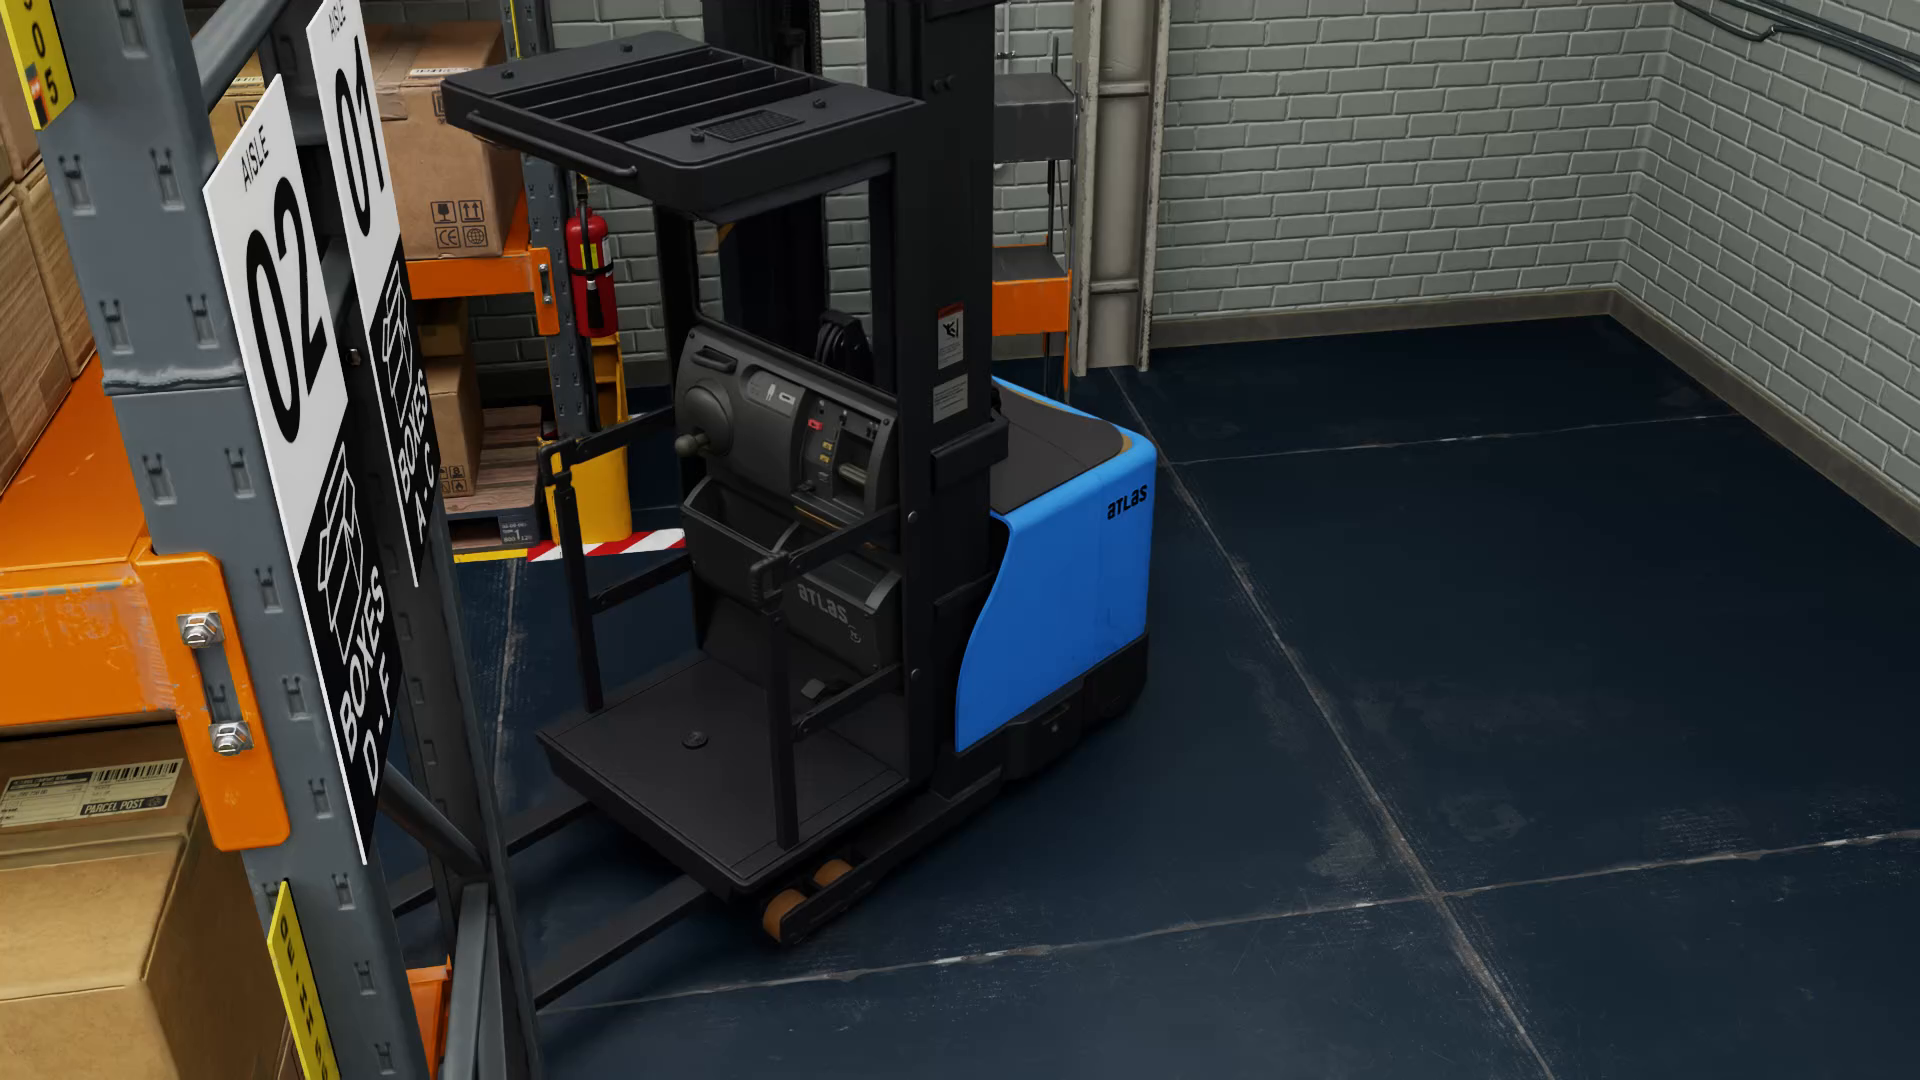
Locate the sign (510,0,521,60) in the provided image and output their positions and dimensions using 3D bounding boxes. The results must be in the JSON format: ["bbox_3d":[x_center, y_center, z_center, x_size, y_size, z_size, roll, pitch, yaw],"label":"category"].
[{"bbox_3d":[-1.642,-1.896,6.139,0.005,0.325,0.100,-5,31,-9],"label":"sign"}]

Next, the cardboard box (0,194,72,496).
[{"bbox_3d":[-1.288,-0.147,1.729,0.500,0.250,0.500,-5,31,-9],"label":"cardboard box"}]

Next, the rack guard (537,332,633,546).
[{"bbox_3d":[-1.702,-0.491,7.592,0.348,0.500,1.175,-5,31,-9],"label":"rack guard"}]

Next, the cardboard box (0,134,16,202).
[{"bbox_3d":[-1.289,-0.367,1.610,0.500,0.250,0.500,-5,31,-9],"label":"cardboard box"}]

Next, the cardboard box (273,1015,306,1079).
[{"bbox_3d":[-1.221,1.037,2.429,0.500,0.500,0.500,-4,31,-7],"label":"cardboard box"}]

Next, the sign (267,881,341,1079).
[{"bbox_3d":[-0.750,0.546,1.907,0.005,0.325,0.100,-5,31,-9],"label":"sign"}]

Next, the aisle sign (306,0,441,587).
[{"bbox_3d":[-0.816,-0.370,2.355,0.004,0.787,0.394,-5,31,-9],"label":"aisle sign"}]

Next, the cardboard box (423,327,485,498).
[{"bbox_3d":[-2.396,-0.556,7.288,0.500,0.500,0.700,-5,31,-9],"label":"cardboard box"}]

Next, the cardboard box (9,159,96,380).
[{"bbox_3d":[-1.381,-0.405,2.168,0.500,0.250,0.500,-5,31,-9],"label":"cardboard box"}]

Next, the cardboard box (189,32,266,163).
[{"bbox_3d":[-2.939,-1.572,6.668,0.700,0.700,0.980,-6,31,-9],"label":"cardboard box"}]

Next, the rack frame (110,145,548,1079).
[{"bbox_3d":[-0.830,0.903,2.755,0.127,3.000,1.000,-5,31,-9],"label":"rack frame"}]

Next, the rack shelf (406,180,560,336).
[{"bbox_3d":[-3.693,-1.074,6.826,4.000,0.370,1.077,-5,31,-9],"label":"rack shelf"}]

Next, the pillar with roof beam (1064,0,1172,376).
[{"bbox_3d":[1.550,-2.684,2.936,0.400,9.000,9.100,-5,31,-9],"label":"pillar with roof beam"}]

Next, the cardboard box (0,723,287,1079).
[{"bbox_3d":[-1.218,0.607,2.173,0.500,0.500,0.500,-6,31,-9],"label":"cardboard box"}]

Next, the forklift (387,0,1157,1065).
[{"bbox_3d":[-0.688,-0.311,4.887,1.130,2.935,3.031,26,39,37],"label":"forklift"}]

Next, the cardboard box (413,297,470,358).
[{"bbox_3d":[-2.309,-0.947,7.313,0.250,0.149,0.380,-5,31,-9],"label":"cardboard box"}]

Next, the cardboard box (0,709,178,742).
[{"bbox_3d":[-1.314,0.338,2.630,0.500,0.500,0.500,-4,31,-7],"label":"cardboard box"}]

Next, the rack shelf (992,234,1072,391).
[{"bbox_3d":[0.163,-0.908,6.750,0.480,0.518,0.431,-5,31,-9],"label":"rack shelf"}]

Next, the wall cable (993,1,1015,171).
[{"bbox_3d":[-0.637,-2.593,7.698,1.851,1.984,0.084,-5,31,-9],"label":"wall cable"}]

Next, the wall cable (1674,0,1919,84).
[{"bbox_3d":[3.902,-3.152,6.796,0.112,2.526,3.097,-5,31,-9],"label":"wall cable"}]

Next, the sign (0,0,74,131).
[{"bbox_3d":[-0.750,-0.493,1.296,0.005,0.325,0.100,-5,31,-9],"label":"sign"}]

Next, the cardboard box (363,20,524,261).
[{"bbox_3d":[-2.226,-1.644,6.791,0.700,0.700,0.980,-4,31,-7],"label":"cardboard box"}]

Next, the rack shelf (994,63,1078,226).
[{"bbox_3d":[0.163,-1.512,6.396,0.480,0.518,0.431,-5,31,-9],"label":"rack shelf"}]

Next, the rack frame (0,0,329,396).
[{"bbox_3d":[-0.830,-1.683,1.234,0.127,3.000,1.000,-5,31,-9],"label":"rack frame"}]

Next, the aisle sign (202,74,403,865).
[{"bbox_3d":[-0.708,-0.071,1.846,0.004,0.787,0.394,-5,31,-9],"label":"aisle sign"}]

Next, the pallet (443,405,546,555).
[{"bbox_3d":[-2.498,-0.252,7.471,1.213,0.211,1.003,-5,31,-9],"label":"pallet"}]

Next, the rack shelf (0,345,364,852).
[{"bbox_3d":[-2.797,0.103,1.866,4.000,0.370,1.077,-5,31,-9],"label":"rack shelf"}]

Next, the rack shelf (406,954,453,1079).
[{"bbox_3d":[-2.797,1.396,2.626,4.000,0.370,1.077,-5,31,-9],"label":"rack shelf"}]

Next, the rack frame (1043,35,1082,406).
[{"bbox_3d":[0.403,-0.943,6.781,0.015,2.100,0.400,-5,31,-9],"label":"rack frame"}]

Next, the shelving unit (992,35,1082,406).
[{"bbox_3d":[0.163,-0.920,6.743,0.503,2.100,0.431,-5,31,-9],"label":"shelving unit"}]

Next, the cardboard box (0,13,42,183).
[{"bbox_3d":[-1.382,-0.624,2.046,0.500,0.250,0.500,-5,31,-9],"label":"cardboard box"}]

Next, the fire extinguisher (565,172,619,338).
[{"bbox_3d":[-1.494,-1.156,6.701,0.183,0.674,0.296,-5,31,-9],"label":"fire extinguisher"}]

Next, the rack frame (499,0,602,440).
[{"bbox_3d":[-1.726,-1.566,6.954,0.127,3.000,1.000,-5,31,-9],"label":"rack frame"}]
